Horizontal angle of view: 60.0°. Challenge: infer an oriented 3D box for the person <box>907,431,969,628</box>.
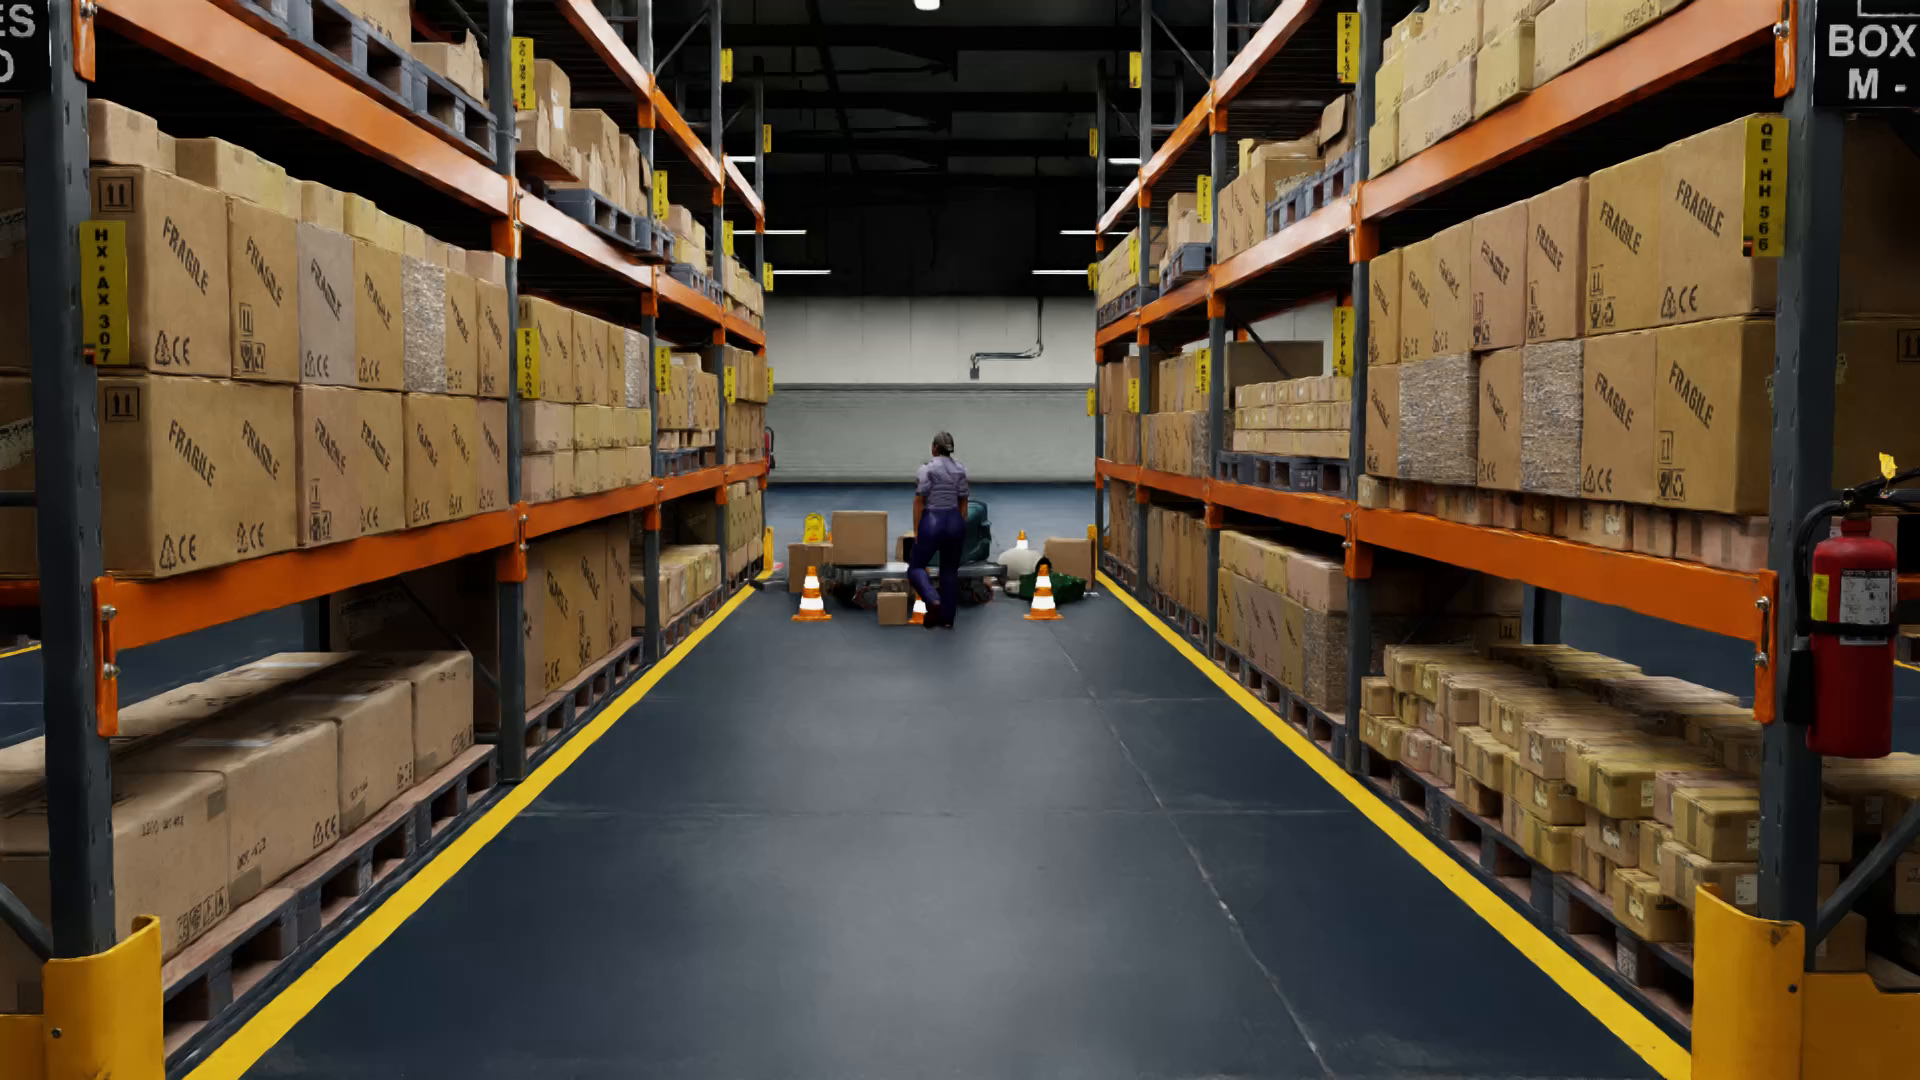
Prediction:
[{"bbox_3d":[-0.176,-0.081,13.655,0.496,1.630,0.664,-2,4,-26],"label":"person"}]
